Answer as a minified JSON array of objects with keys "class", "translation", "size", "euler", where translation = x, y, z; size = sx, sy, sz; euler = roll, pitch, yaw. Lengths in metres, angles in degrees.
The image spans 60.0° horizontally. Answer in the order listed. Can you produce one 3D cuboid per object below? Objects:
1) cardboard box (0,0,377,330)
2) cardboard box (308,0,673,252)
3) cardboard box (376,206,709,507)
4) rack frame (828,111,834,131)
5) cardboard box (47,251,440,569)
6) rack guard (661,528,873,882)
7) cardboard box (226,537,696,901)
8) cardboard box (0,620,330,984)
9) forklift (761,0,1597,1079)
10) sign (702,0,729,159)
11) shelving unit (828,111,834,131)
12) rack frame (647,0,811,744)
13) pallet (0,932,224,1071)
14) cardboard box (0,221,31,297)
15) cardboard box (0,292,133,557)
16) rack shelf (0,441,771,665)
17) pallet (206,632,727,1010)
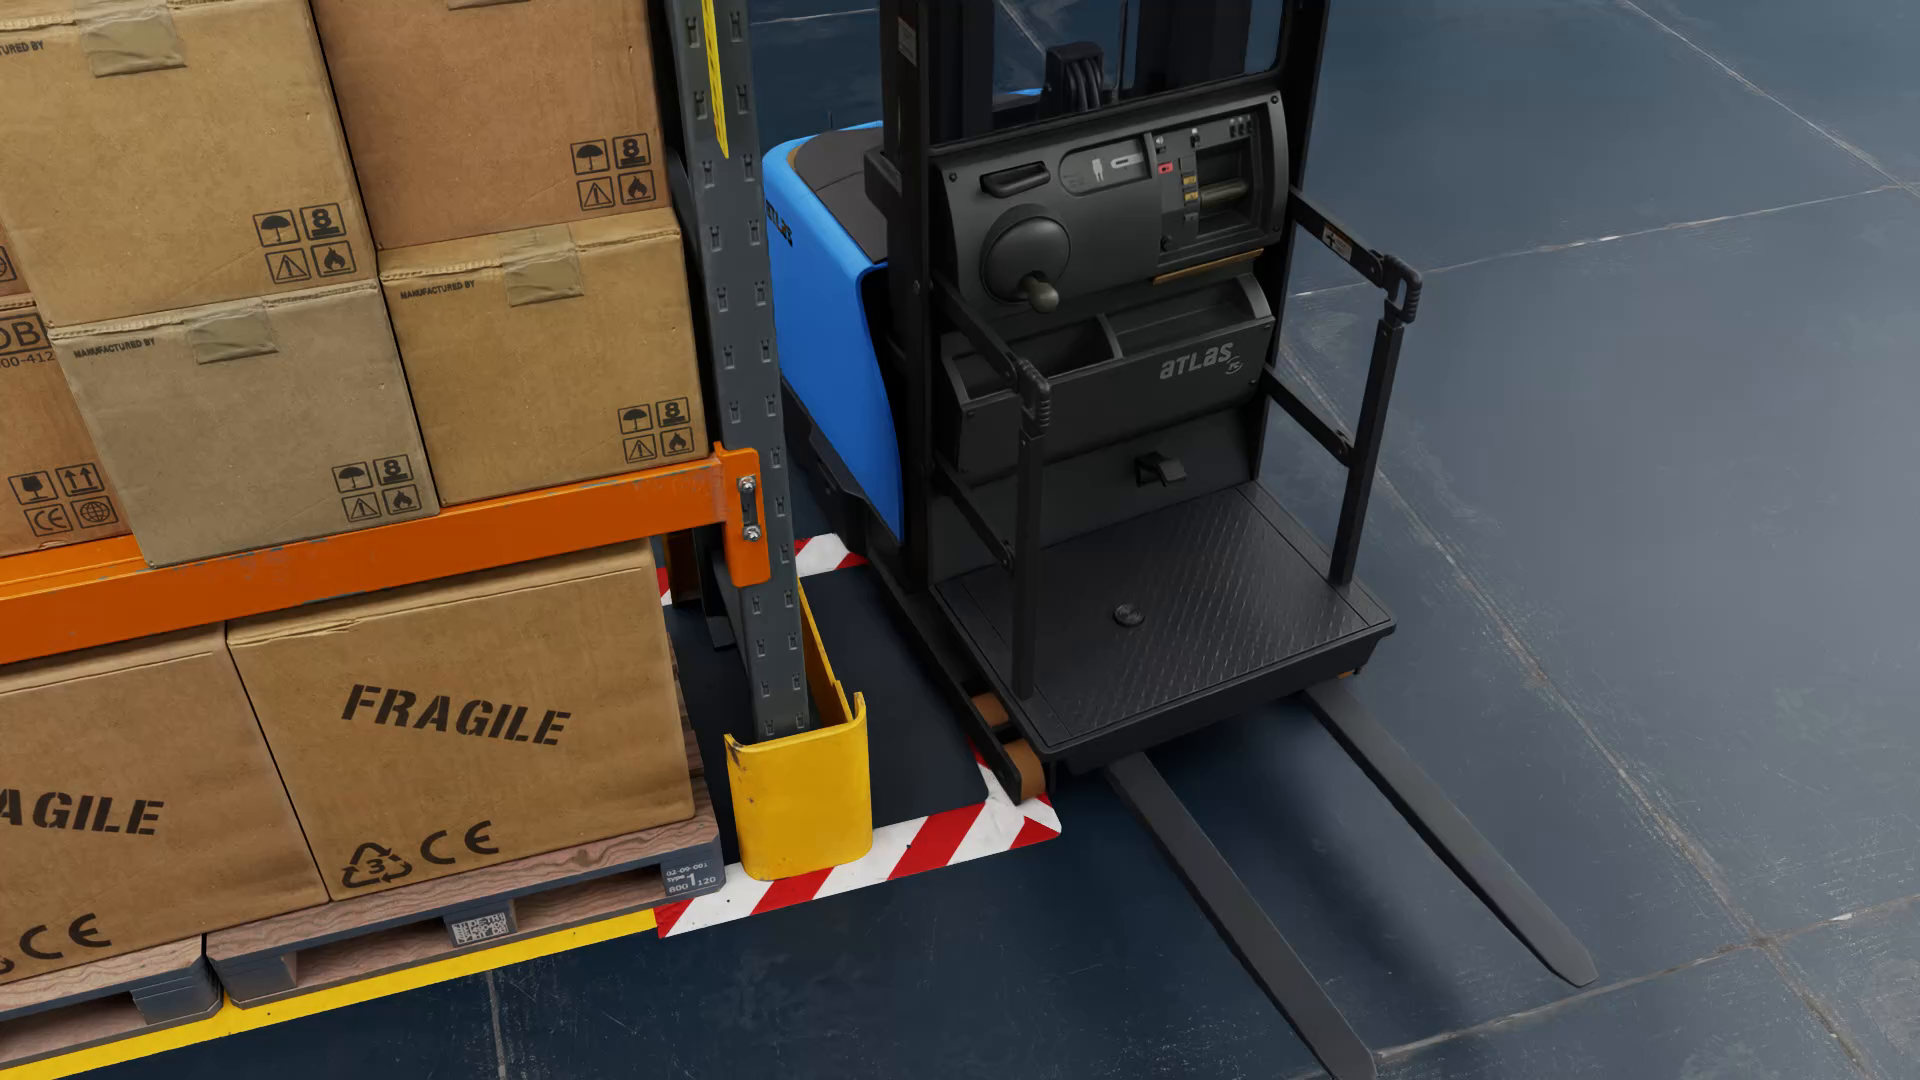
[{"class":"cardboard box","translation":[-1.436,-0.888,3.052],"size":[0.550,0.550,0.875],"euler":[-12,42,-13]},{"class":"cardboard box","translation":[-0.939,-1.055,3.243],"size":[0.550,0.550,0.875],"euler":[-12,42,-13]},{"class":"cardboard box","translation":[-0.914,-0.596,3.538],"size":[0.550,0.550,0.875],"euler":[-12,42,-13]},{"class":"rack frame","translation":[-0.371,-0.988,5.673],"size":[0.006,0.900,0.240],"euler":[-14,35,-16]},{"class":"cardboard box","translation":[-1.432,-0.473,3.398],"size":[0.550,0.550,0.875],"euler":[-12,42,-13]},{"class":"rack guard","translation":[-0.551,0.296,4.532],"size":[0.348,0.500,1.175],"euler":[-12,42,-13]},{"class":"cardboard box","translation":[-1.200,0.177,4.064],"size":[0.875,0.875,0.875],"euler":[-11,42,-13]},{"class":"cardboard box","translation":[-2.039,0.352,3.863],"size":[0.875,0.875,0.875],"euler":[-12,43,-14]},{"class":"forklift","translation":[0.486,-0.741,3.870],"size":[1.130,2.935,3.031],"euler":[-18,44,-19]},{"class":"sign","translation":[-0.424,-0.823,2.852],"size":[0.005,0.325,0.100],"euler":[-12,42,-13]},{"class":"shelving unit","translation":[-0.276,-1.011,5.700],"size":[0.210,0.900,0.258],"euler":[-14,35,-16]},{"class":"rack frame","translation":[-0.573,-0.641,3.704],"size":[0.127,3.000,1.000],"euler":[-12,42,-13]},{"class":"pallet","translation":[-2.474,0.855,4.111],"size":[1.213,0.211,1.003],"euler":[-12,42,-13]},{"class":"cardboard box","translation":[-2.011,-0.863,3.023],"size":[0.550,0.550,0.875],"euler":[-12,42,-13]},{"class":"cardboard box","translation":[-2.004,-0.441,3.361],"size":[0.550,0.550,0.875],"euler":[-12,42,-13]},{"class":"rack shelf","translation":[-2.481,0.025,3.488],"size":[4.000,0.370,1.077],"euler":[-12,42,-13]},{"class":"pallet","translation":[-1.313,0.616,4.384],"size":[1.213,0.211,1.003],"euler":[-12,42,-13]}]
